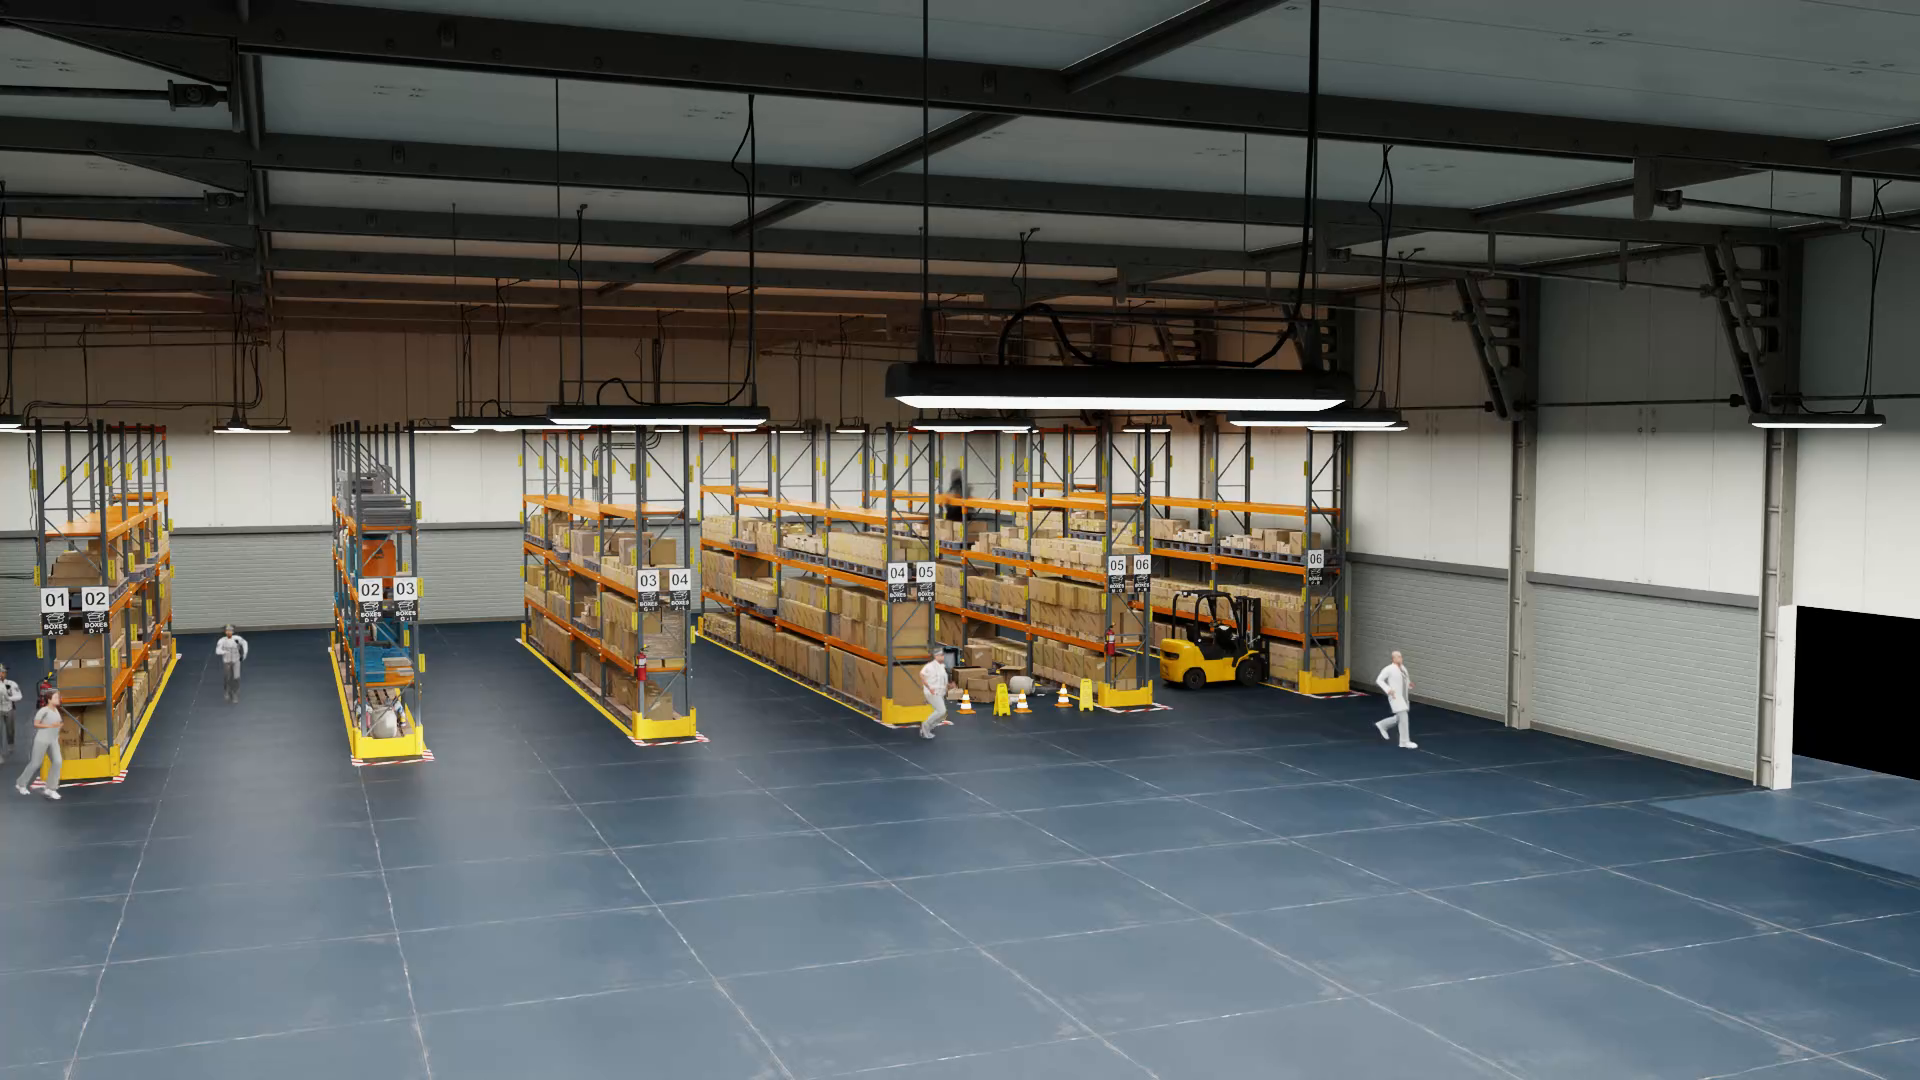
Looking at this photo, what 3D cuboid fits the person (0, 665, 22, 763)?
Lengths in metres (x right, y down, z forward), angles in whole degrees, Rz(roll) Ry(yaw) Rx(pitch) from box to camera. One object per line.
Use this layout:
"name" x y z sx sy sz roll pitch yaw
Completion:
"person" -16.854 3.026 29.276 0.613 1.677 0.941 -2 4 -27

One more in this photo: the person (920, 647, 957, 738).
"person" -0.429 2.890 31.518 0.691 1.721 0.636 2 4 27

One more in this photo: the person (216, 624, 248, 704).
"person" -15.638 2.648 35.724 0.622 1.730 0.870 -2 4 -23

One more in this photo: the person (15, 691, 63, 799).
"person" -14.543 3.238 26.498 0.848 1.671 0.590 1 4 16

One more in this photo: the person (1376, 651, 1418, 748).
"person" 8.067 2.927 30.638 0.720 1.751 0.902 -3 5 -41
